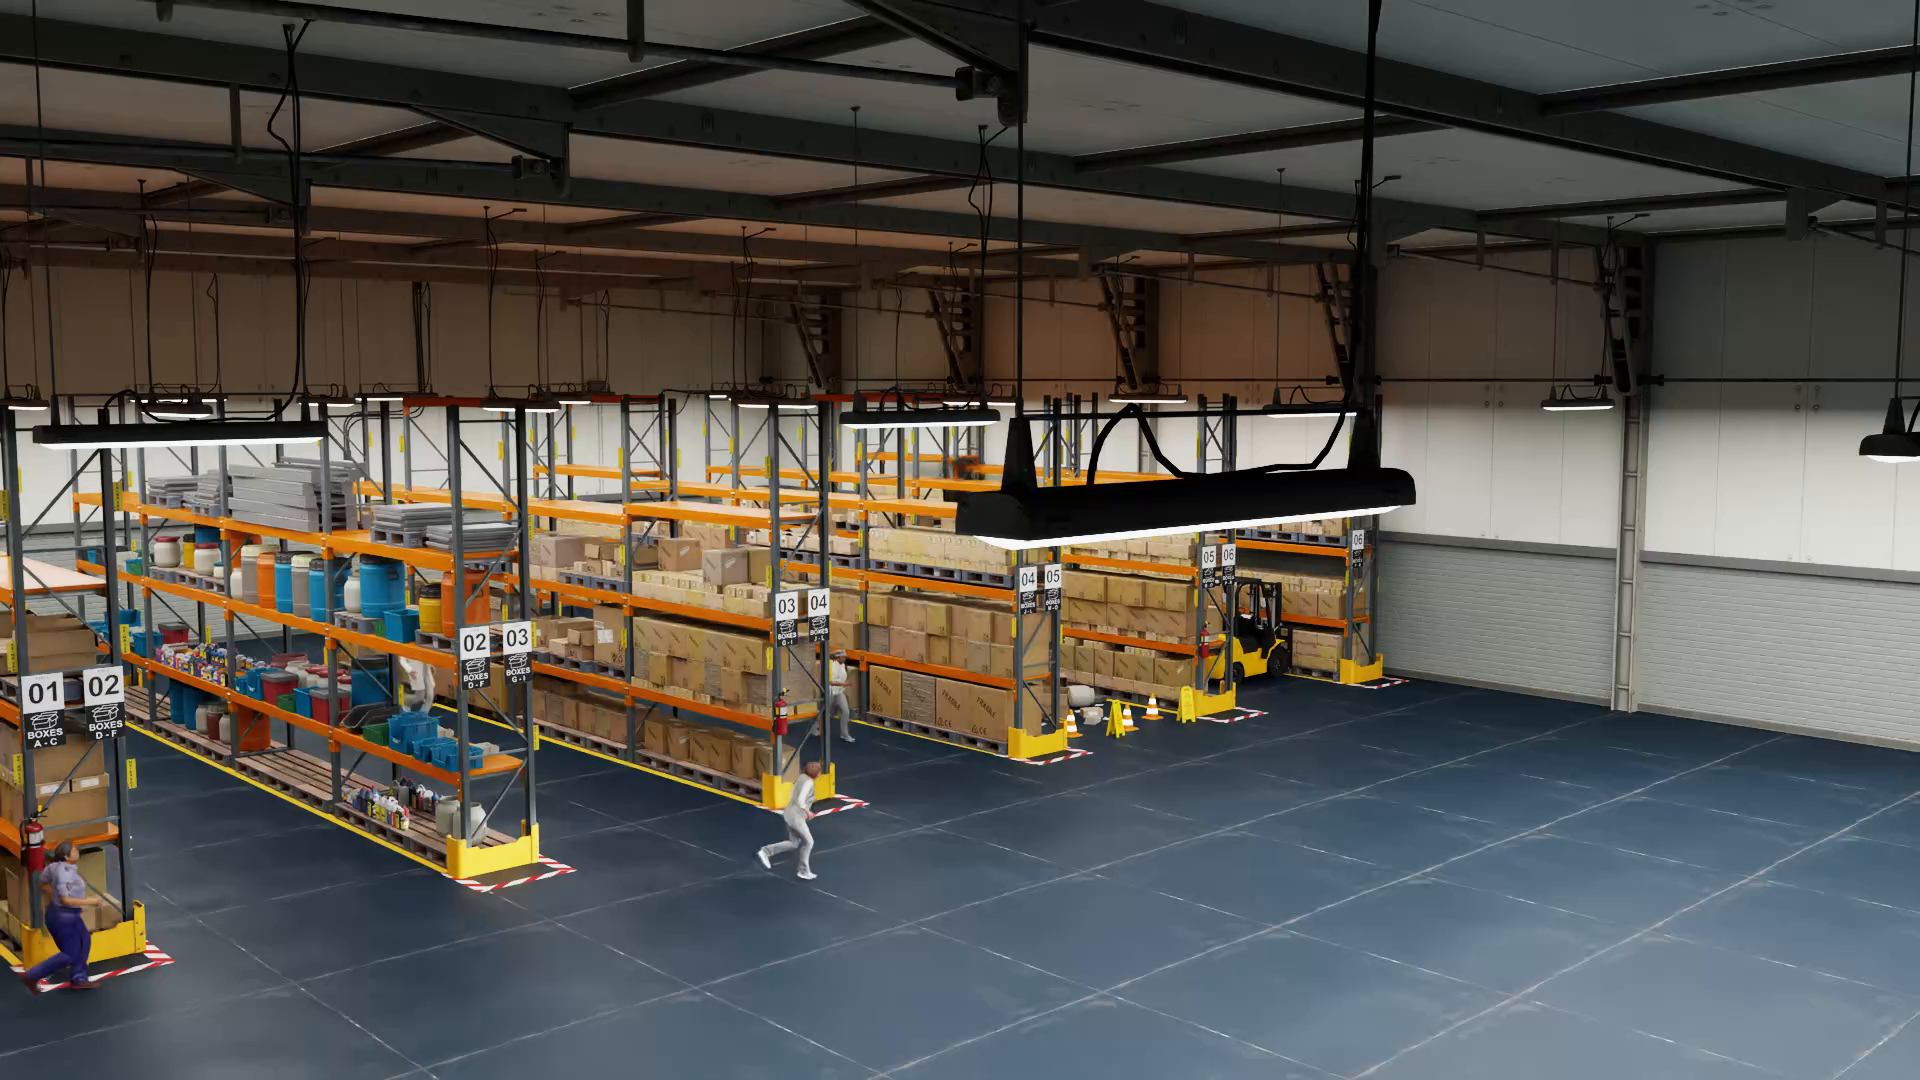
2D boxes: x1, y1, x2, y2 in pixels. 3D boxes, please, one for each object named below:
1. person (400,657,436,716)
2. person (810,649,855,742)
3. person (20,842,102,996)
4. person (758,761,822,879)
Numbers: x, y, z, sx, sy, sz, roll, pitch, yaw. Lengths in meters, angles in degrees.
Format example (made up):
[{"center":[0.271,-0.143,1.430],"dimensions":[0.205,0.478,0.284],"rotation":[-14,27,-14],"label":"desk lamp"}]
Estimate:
[{"center":[-10.029,2.515,30.764],"dimensions":[0.721,1.734,0.728],"rotation":[4,7,36],"label":"person"},{"center":[-2.232,2.696,29.136],"dimensions":[0.951,1.659,0.574],"rotation":[4,7,34],"label":"person"},{"center":[-9.242,3.899,17.064],"dimensions":[0.746,1.614,0.594],"rotation":[-4,7,-38],"label":"person"},{"center":[-2.140,3.568,20.962],"dimensions":[0.828,1.548,0.539],"rotation":[-1,6,-12],"label":"person"}]
